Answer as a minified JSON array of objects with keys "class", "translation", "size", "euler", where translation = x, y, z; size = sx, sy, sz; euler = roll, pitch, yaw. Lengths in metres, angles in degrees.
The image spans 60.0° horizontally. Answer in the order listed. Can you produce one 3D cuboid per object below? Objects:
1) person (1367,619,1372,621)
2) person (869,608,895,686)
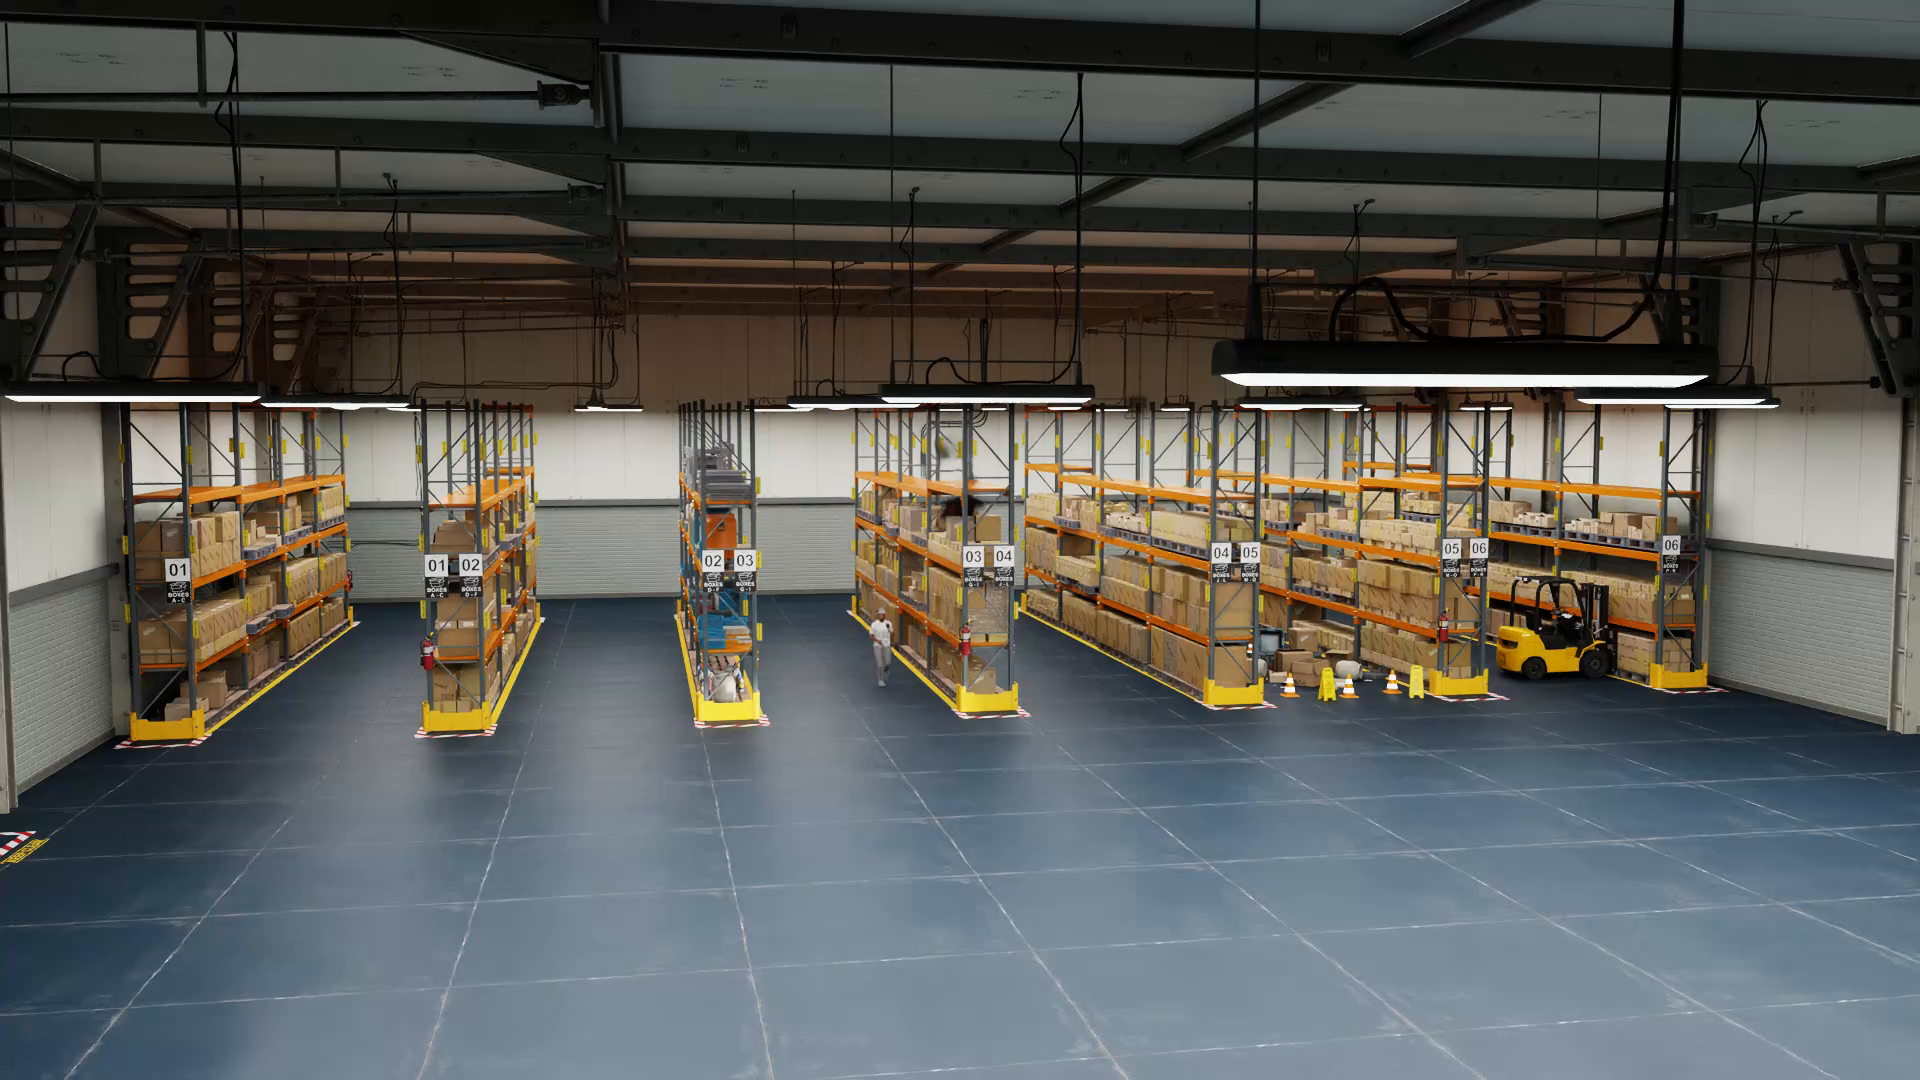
[{"class":"person","translation":[10.314,1.858,41.281],"size":[0.543,1.568,0.856],"euler":[-1,4,-10]},{"class":"person","translation":[-1.625,2.253,35.092],"size":[0.569,1.661,0.554],"euler":[-1,4,-12]}]
